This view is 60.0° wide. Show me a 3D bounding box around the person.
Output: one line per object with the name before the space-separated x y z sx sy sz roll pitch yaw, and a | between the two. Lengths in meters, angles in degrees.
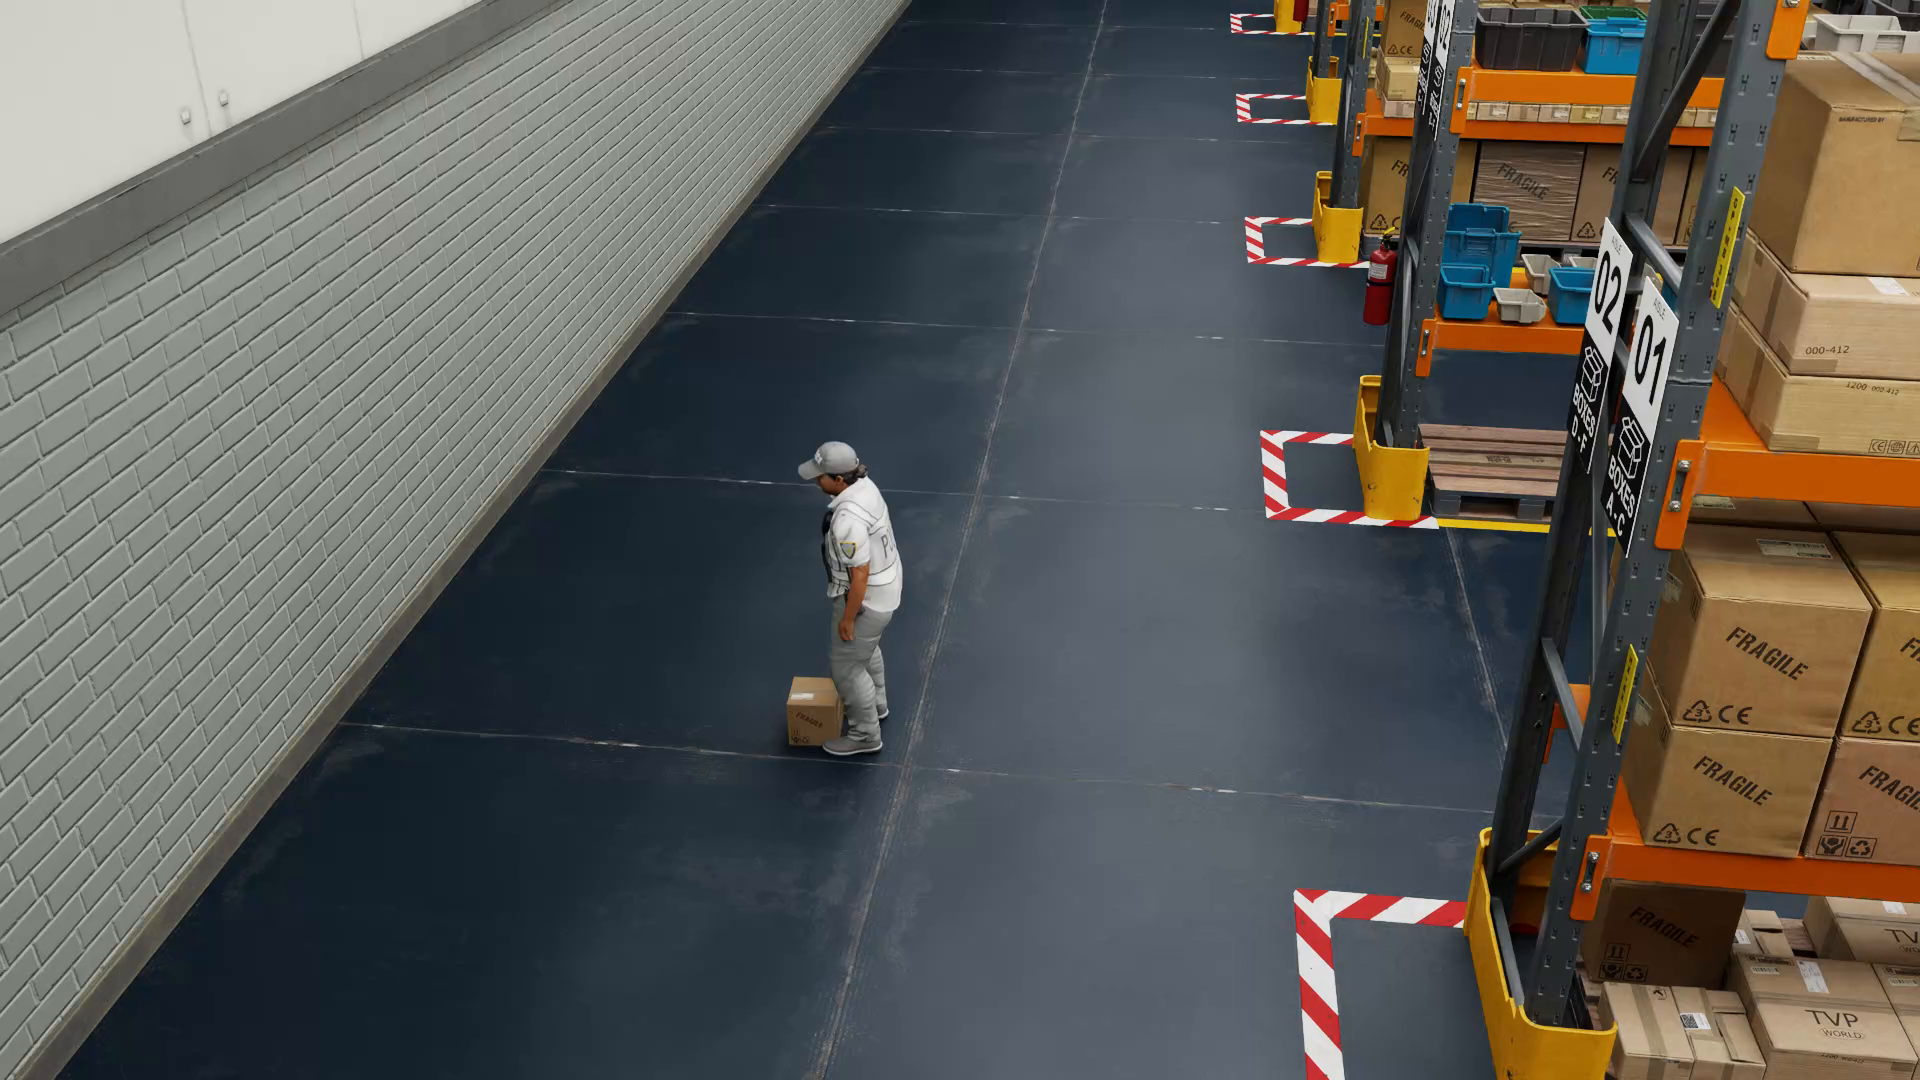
person | -0.521 0.265 8.130 0.470 1.665 0.560 2 29 3
